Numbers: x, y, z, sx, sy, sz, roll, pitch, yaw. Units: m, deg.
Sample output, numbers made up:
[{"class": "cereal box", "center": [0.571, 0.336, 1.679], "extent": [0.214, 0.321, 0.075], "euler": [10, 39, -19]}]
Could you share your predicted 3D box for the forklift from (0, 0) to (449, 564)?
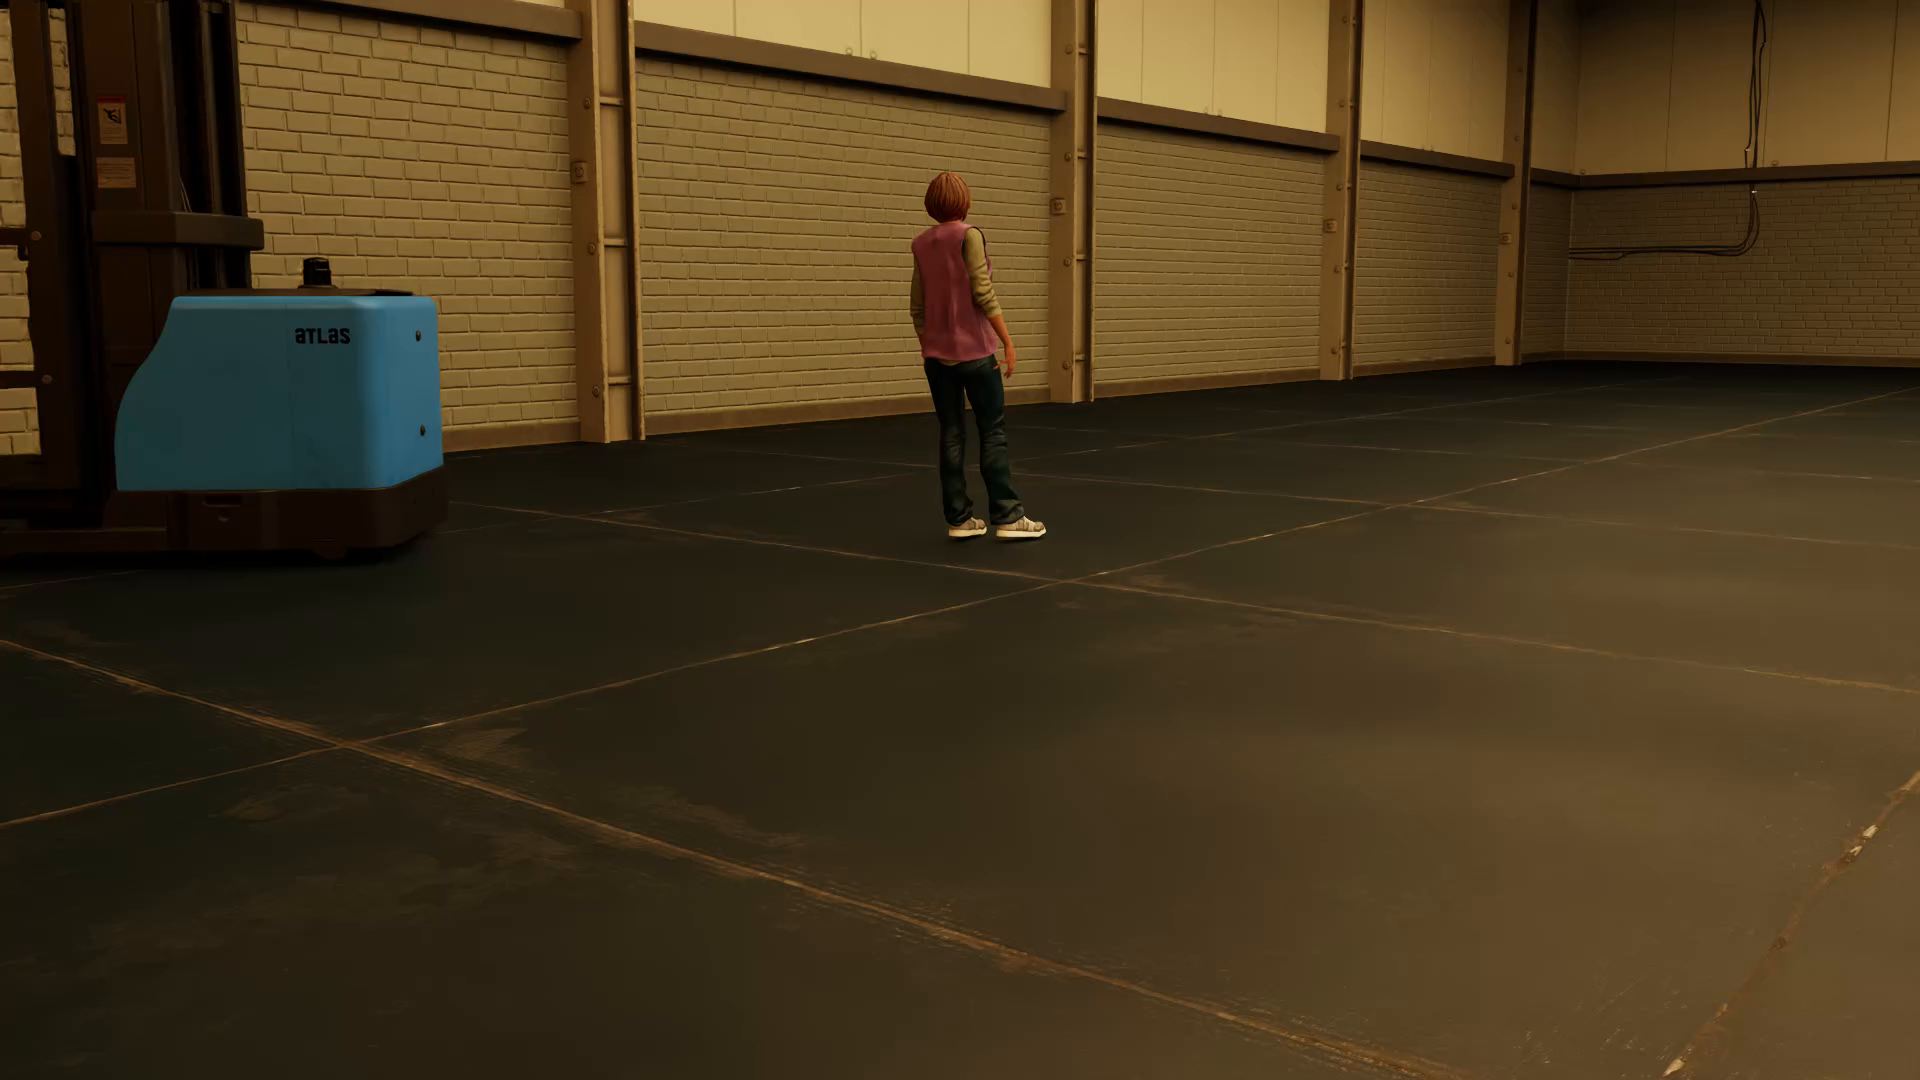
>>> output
[{"class": "forklift", "center": [-3.825, -1.407, 6.896], "extent": [3.031, 2.935, 1.130], "euler": [-1, 8, -4]}]

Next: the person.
[{"class": "person", "center": [0.058, -0.805, 7.336], "extent": [0.519, 1.598, 0.475], "euler": [7, 11, 38]}]
